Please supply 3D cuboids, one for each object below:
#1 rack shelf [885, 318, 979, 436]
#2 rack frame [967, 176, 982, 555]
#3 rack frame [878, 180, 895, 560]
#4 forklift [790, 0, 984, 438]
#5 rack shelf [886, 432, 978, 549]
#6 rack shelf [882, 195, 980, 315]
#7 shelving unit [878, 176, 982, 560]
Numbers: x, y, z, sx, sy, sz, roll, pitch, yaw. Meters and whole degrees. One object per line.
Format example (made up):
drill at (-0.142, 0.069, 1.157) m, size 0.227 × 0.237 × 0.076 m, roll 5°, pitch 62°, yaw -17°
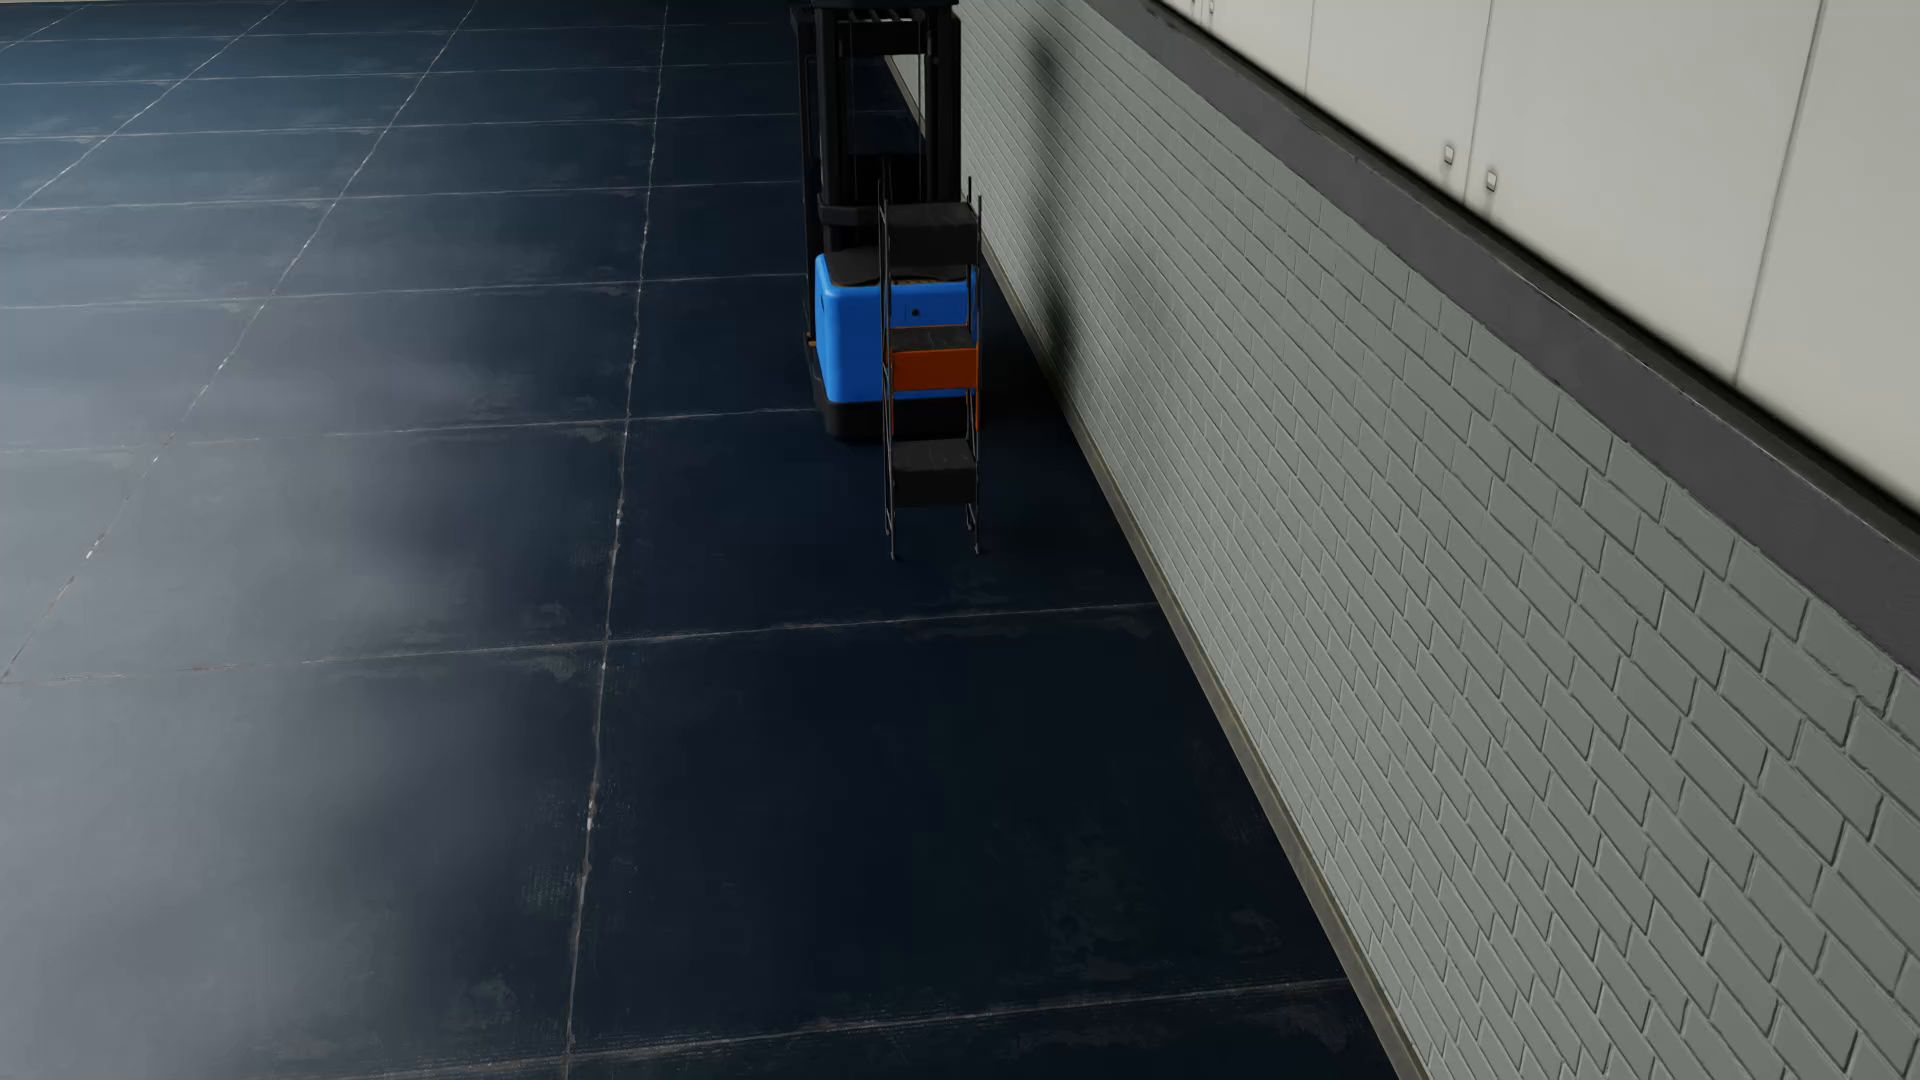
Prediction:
rack shelf at (-0.164, -0.912, 9.256) m, size 0.480 × 0.518 × 0.431 m, roll -4°, pitch 27°, yaw -7°
rack frame at (0.078, -0.939, 9.280) m, size 0.015 × 2.100 × 0.400 m, roll -4°, pitch 27°, yaw -7°
rack frame at (-0.406, -0.908, 9.220) m, size 0.015 × 2.100 × 0.400 m, roll -4°, pitch 27°, yaw -7°
forklift at (-0.573, -2.623, 11.651) m, size 1.130 × 2.935 × 3.031 m, roll -4°, pitch 27°, yaw -8°
rack shelf at (-0.164, -0.289, 9.576) m, size 0.480 × 0.518 × 0.431 m, roll -4°, pitch 27°, yaw -7°
rack shelf at (-0.164, -1.534, 8.937) m, size 0.480 × 0.518 × 0.431 m, roll -4°, pitch 27°, yaw -7°
shelving unit at (-0.164, -0.924, 9.250) m, size 0.503 × 2.100 × 0.431 m, roll -4°, pitch 27°, yaw -7°
